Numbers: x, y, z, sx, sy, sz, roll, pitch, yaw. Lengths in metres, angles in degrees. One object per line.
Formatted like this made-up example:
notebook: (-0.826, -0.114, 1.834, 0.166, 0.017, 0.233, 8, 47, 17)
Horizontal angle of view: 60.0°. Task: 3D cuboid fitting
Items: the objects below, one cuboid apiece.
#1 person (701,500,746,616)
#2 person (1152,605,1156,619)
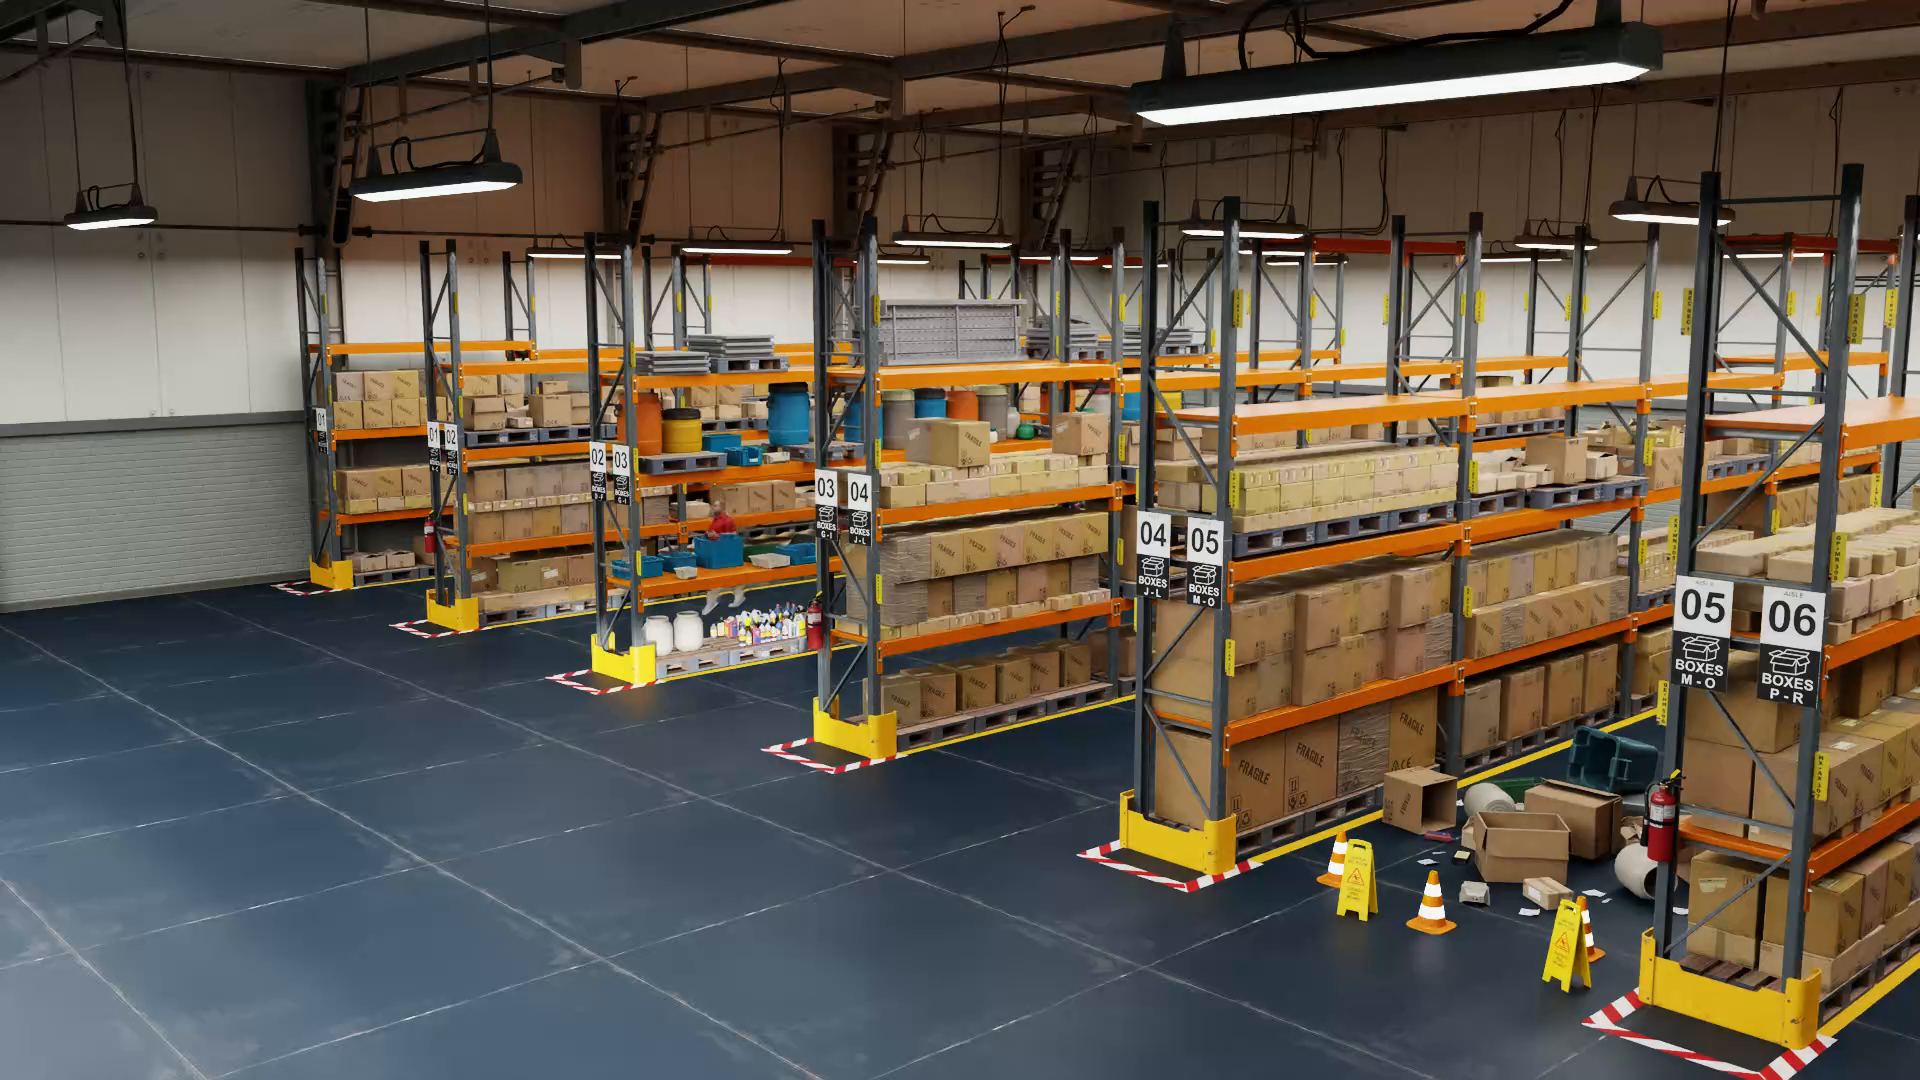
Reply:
person: (-3.691, 0.265, 26.061, 0.629, 1.796, 0.785, 8, 11, 42)
person: (2.931, 0.311, 24.946, 0.645, 1.831, 0.842, 7, 11, 41)
